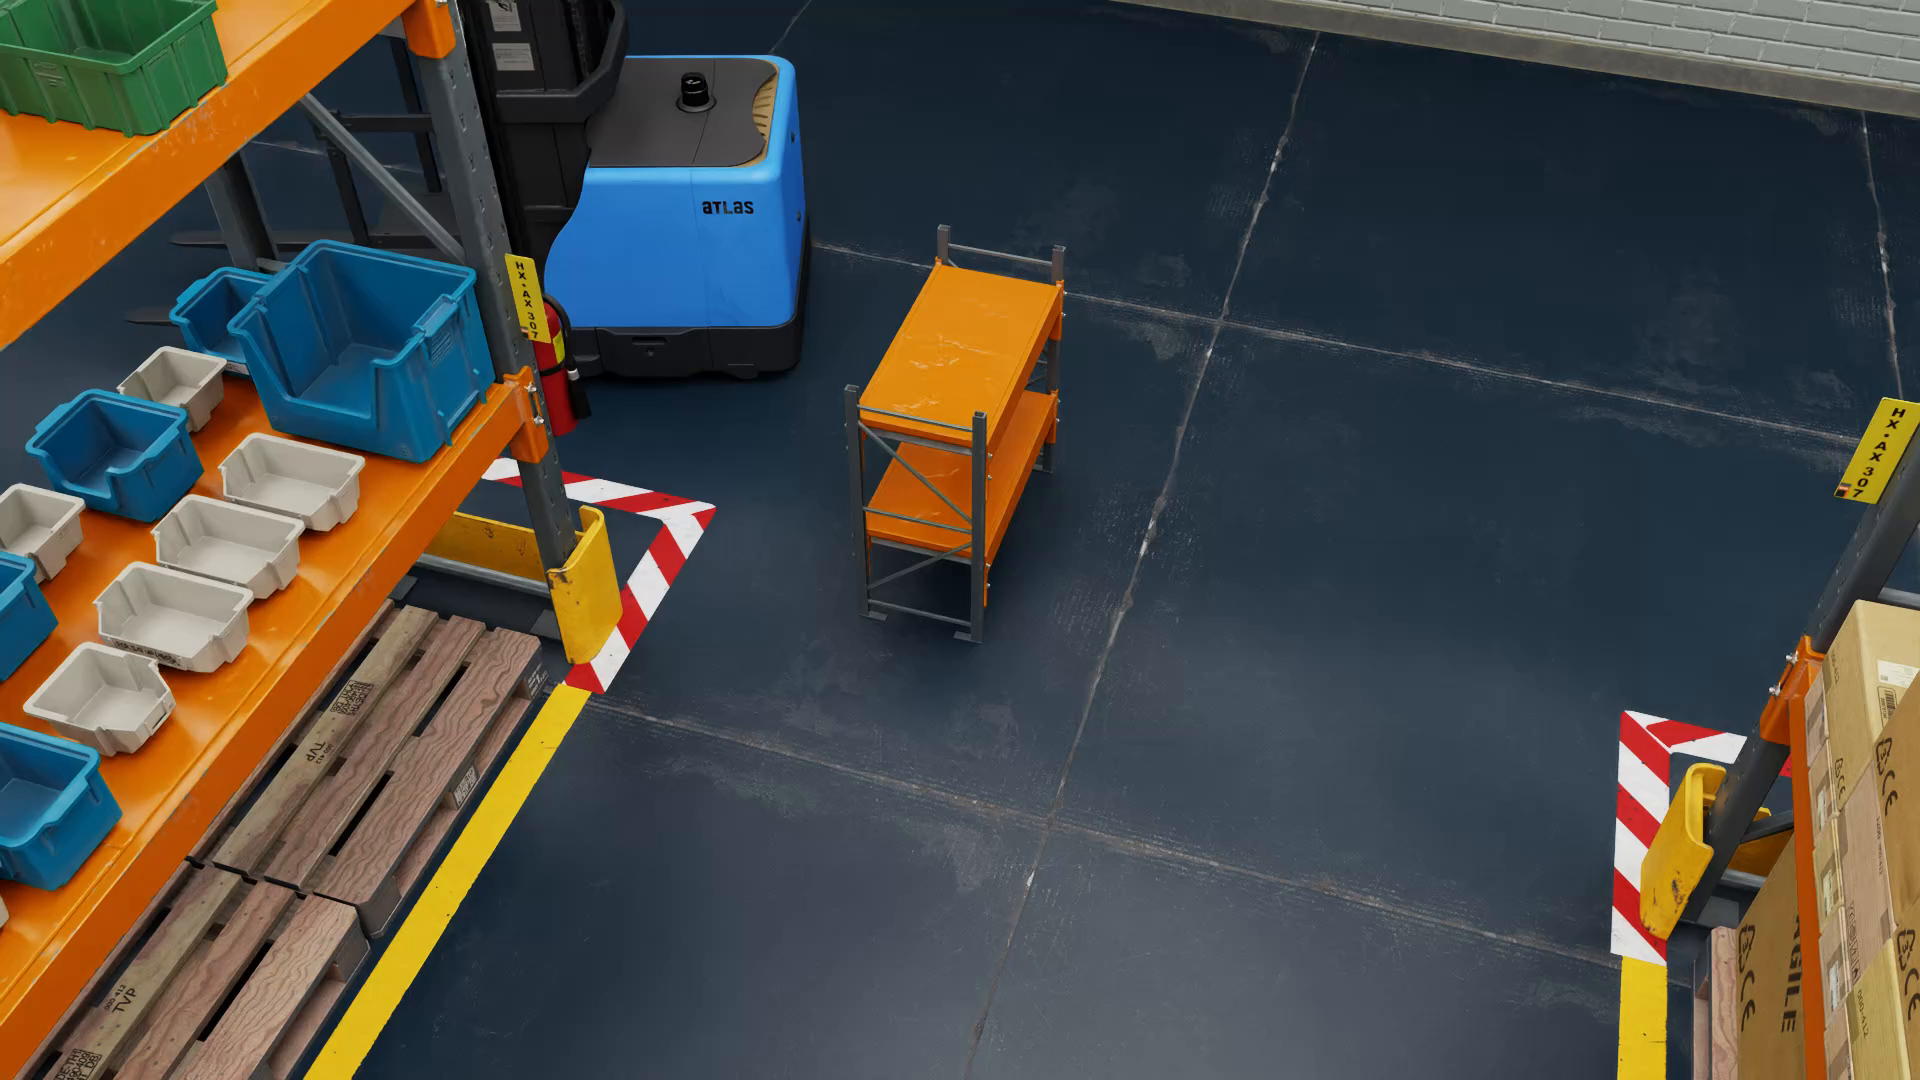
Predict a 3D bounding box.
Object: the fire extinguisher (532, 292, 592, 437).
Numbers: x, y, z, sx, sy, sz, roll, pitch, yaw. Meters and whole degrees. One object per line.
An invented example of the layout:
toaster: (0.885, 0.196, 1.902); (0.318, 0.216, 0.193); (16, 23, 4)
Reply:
fire extinguisher: (-1.418, -0.653, 5.595); (0.296, 0.674, 0.183); (13, 46, 13)

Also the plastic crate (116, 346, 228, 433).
plastic crate: (-2.461, -0.446, 5.207); (0.250, 0.136, 0.298); (13, 46, 13)

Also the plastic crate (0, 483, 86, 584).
plastic crate: (-2.667, 0.006, 4.744); (0.250, 0.136, 0.298); (13, 46, 13)

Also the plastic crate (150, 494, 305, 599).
plastic crate: (-2.073, 0.035, 4.715); (0.396, 0.136, 0.243); (13, 46, 13)

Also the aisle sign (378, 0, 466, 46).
aisle sign: (-1.596, -1.725, 4.509); (0.394, 0.787, 0.004); (13, 46, 13)

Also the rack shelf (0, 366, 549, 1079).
rack shelf: (-2.502, 0.780, 4.322); (1.077, 0.370, 4.000); (13, 46, 13)

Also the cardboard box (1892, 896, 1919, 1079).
cardboard box: (2.118, 0.861, 3.084); (0.500, 0.500, 0.500); (11, 46, 11)

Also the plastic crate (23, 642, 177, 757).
plastic crate: (-2.206, 0.427, 4.314); (0.298, 0.136, 0.250); (13, 46, 13)

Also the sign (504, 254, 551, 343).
sign: (-1.368, -0.762, 5.268); (0.100, 0.325, 0.005); (13, 46, 13)

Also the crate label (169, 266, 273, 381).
crate label: (-2.285, -0.677, 5.373); (0.416, 0.233, 0.303); (13, 46, 13)

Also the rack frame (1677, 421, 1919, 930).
rack frame: (2.824, 0.239, 4.361); (1.000, 3.000, 0.127); (13, 46, 13)

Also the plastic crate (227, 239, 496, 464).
plastic crate: (-1.820, -0.581, 5.131); (0.616, 0.435, 0.499); (13, 46, 13)

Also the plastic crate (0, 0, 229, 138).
plastic crate: (-1.923, -1.088, 3.724); (0.450, 0.188, 0.336); (13, 46, 13)

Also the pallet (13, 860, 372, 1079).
pallet: (-2.555, 1.539, 5.026); (1.003, 0.211, 1.213); (13, 46, 13)

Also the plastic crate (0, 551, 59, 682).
plastic crate: (-2.684, 0.201, 4.477); (0.416, 0.233, 0.300); (13, 46, 13)

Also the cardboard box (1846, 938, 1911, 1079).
cardboard box: (2.114, 1.131, 3.344); (0.500, 0.250, 0.500); (11, 45, 11)

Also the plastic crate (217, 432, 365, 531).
plastic crate: (-1.971, -0.155, 4.909); (0.396, 0.136, 0.243); (13, 46, 13)

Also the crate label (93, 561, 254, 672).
crate label: (-2.134, 0.226, 4.520); (0.396, 0.136, 0.243); (13, 46, 13)

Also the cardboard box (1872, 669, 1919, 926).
cardboard box: (2.270, 0.515, 3.438); (0.500, 0.500, 0.500); (12, 46, 12)

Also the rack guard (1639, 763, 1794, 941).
rack guard: (2.831, 1.117, 5.251); (1.175, 0.500, 0.348); (13, 46, 13)

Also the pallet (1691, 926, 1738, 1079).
pallet: (2.656, 1.786, 4.774); (1.003, 0.211, 1.213); (13, 46, 13)

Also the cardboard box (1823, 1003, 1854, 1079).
cardboard box: (2.092, 1.181, 3.578); (0.380, 0.149, 0.250); (12, 46, 12)

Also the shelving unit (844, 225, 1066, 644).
shelving unit: (0.002, -0.407, 6.361); (0.538, 1.125, 1.048); (13, 46, 13)

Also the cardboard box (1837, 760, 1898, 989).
cardboard box: (2.270, 0.797, 3.685); (0.500, 0.250, 0.500); (12, 46, 12)

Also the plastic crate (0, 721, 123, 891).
plastic crate: (-2.274, 0.652, 4.016); (0.416, 0.233, 0.300); (13, 46, 13)

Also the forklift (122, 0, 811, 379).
forklift: (-2.237, -2.111, 6.812); (3.031, 2.935, 1.130); (0, 44, 0)

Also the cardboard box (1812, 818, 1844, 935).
cardboard box: (2.248, 0.838, 3.929); (0.380, 0.149, 0.250); (12, 46, 12)

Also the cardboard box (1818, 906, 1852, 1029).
cardboard box: (2.170, 1.012, 3.751); (0.380, 0.149, 0.250); (12, 46, 12)

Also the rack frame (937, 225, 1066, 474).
rack frame: (0.156, -0.745, 6.707); (0.500, 1.125, 0.032); (13, 46, 13)

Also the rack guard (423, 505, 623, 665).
rack guard: (-1.902, 0.065, 6.326); (1.175, 0.500, 0.348); (13, 46, 13)

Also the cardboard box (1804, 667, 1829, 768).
cardboard box: (2.402, 0.496, 4.278); (0.380, 0.149, 0.250); (13, 46, 13)

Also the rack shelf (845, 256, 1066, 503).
rack shelf: (0.002, -0.616, 6.156); (0.538, 0.278, 1.000); (13, 46, 13)

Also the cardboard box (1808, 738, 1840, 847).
cardboard box: (2.325, 0.667, 4.103); (0.380, 0.149, 0.250); (12, 46, 12)

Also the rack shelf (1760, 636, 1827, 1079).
rack shelf: (2.218, 1.830, 3.250); (1.077, 0.370, 4.000); (13, 46, 13)

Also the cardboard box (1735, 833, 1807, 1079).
cardboard box: (2.706, 1.292, 4.504); (0.875, 0.875, 0.875); (13, 46, 13)

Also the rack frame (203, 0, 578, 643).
rack frame: (-1.897, -0.810, 5.433); (1.000, 3.000, 0.127); (13, 46, 13)

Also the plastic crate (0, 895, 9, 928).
plastic crate: (-2.470, 0.899, 3.729); (0.437, 0.282, 0.530); (13, 46, 13)

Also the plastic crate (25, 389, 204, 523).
plastic crate: (-2.485, -0.238, 4.925); (0.416, 0.233, 0.300); (13, 46, 13)

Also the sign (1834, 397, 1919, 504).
sign: (2.297, -0.220, 4.154); (0.100, 0.325, 0.005); (13, 46, 13)

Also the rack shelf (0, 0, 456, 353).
rack shelf: (-2.502, -0.292, 3.273); (1.077, 0.370, 4.000); (13, 46, 13)

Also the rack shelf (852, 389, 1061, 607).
rack shelf: (0.002, -0.232, 6.532); (0.538, 0.278, 1.000); (13, 46, 13)

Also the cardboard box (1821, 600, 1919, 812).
cardboard box: (2.421, 0.449, 4.041); (0.500, 0.250, 0.500); (11, 46, 11)

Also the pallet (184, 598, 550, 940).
pallet: (-2.183, 0.728, 5.855); (1.003, 0.211, 1.213); (13, 46, 13)

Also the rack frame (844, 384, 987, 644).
rack frame: (-0.152, -0.068, 6.015); (0.500, 1.125, 0.032); (13, 46, 13)
